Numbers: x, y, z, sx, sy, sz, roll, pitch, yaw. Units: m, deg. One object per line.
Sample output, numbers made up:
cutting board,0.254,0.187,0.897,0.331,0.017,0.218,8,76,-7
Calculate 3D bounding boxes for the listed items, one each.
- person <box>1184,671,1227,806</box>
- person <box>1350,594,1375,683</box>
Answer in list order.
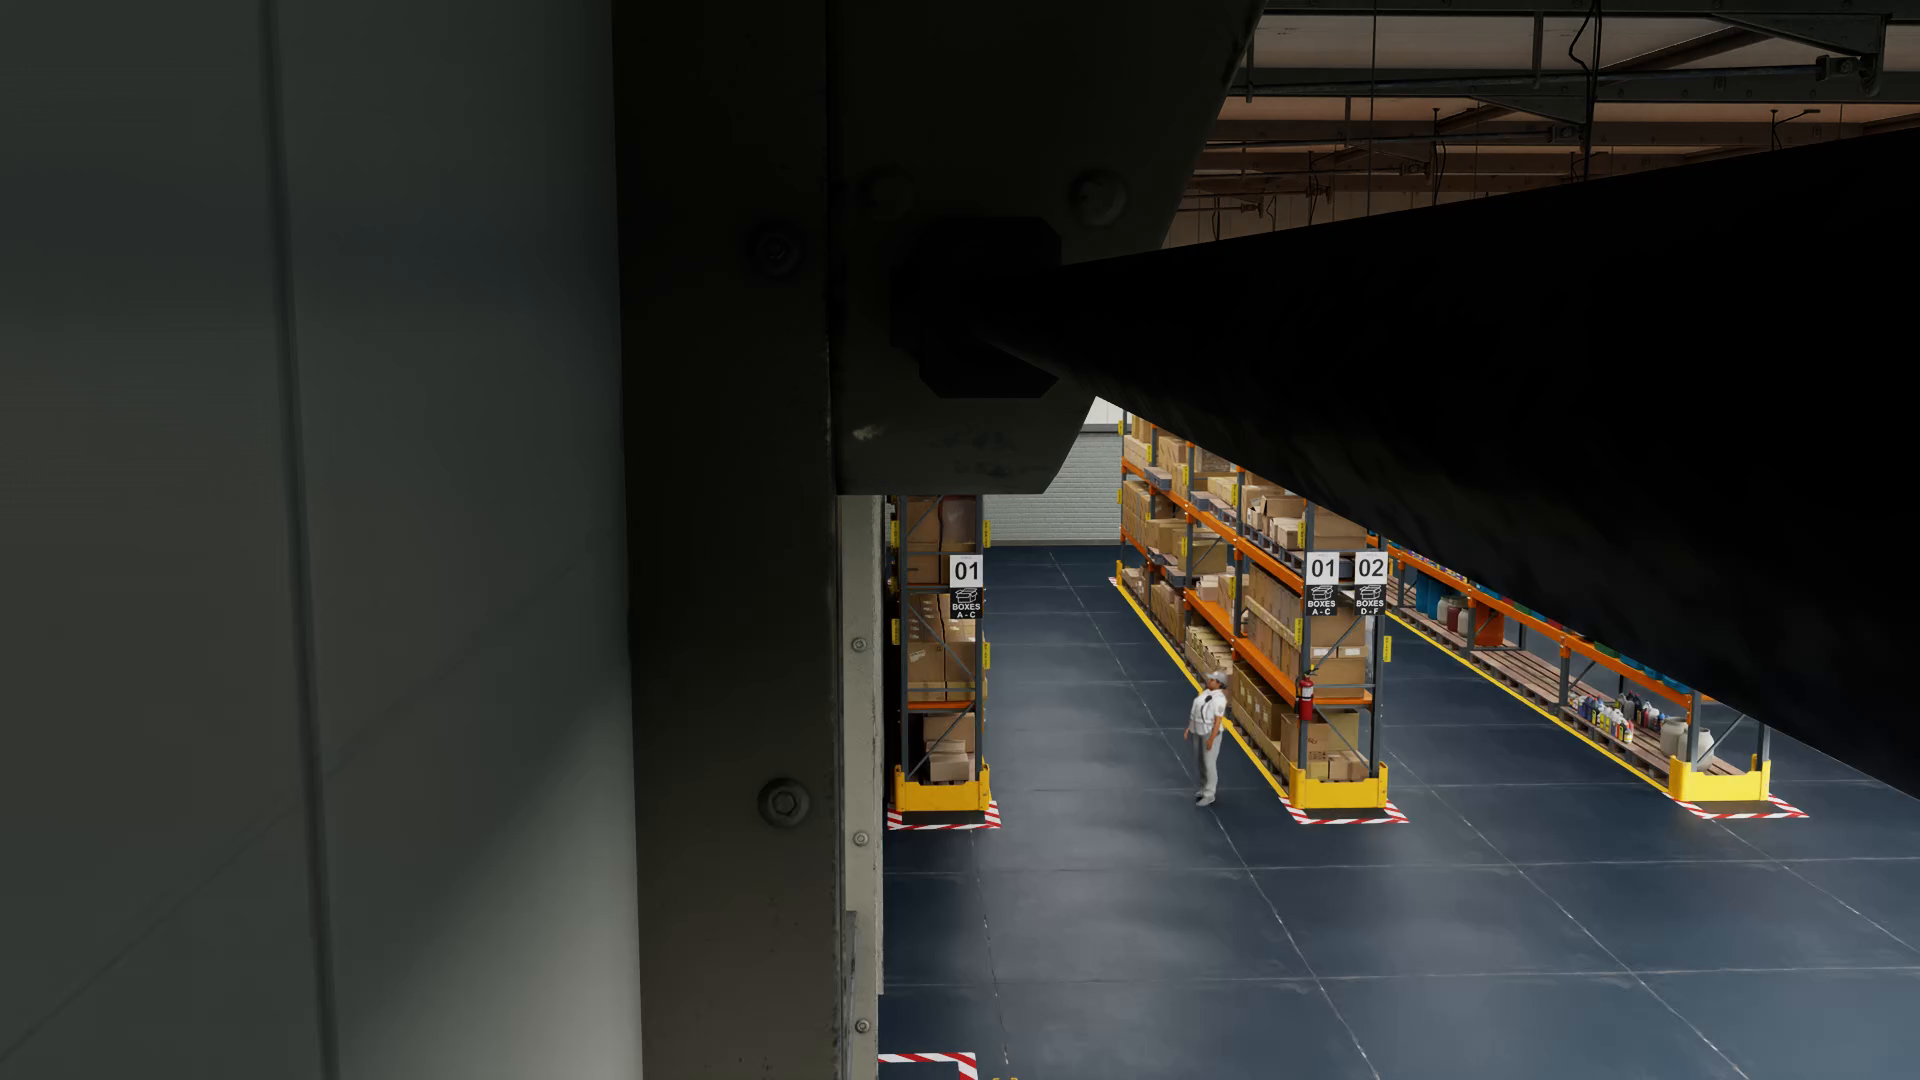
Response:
person,3.075,2.473,20.883,0.521,1.672,0.516,-6,10,-36
person,6.595,1.460,27.316,0.641,1.734,1.006,-1,9,-9
